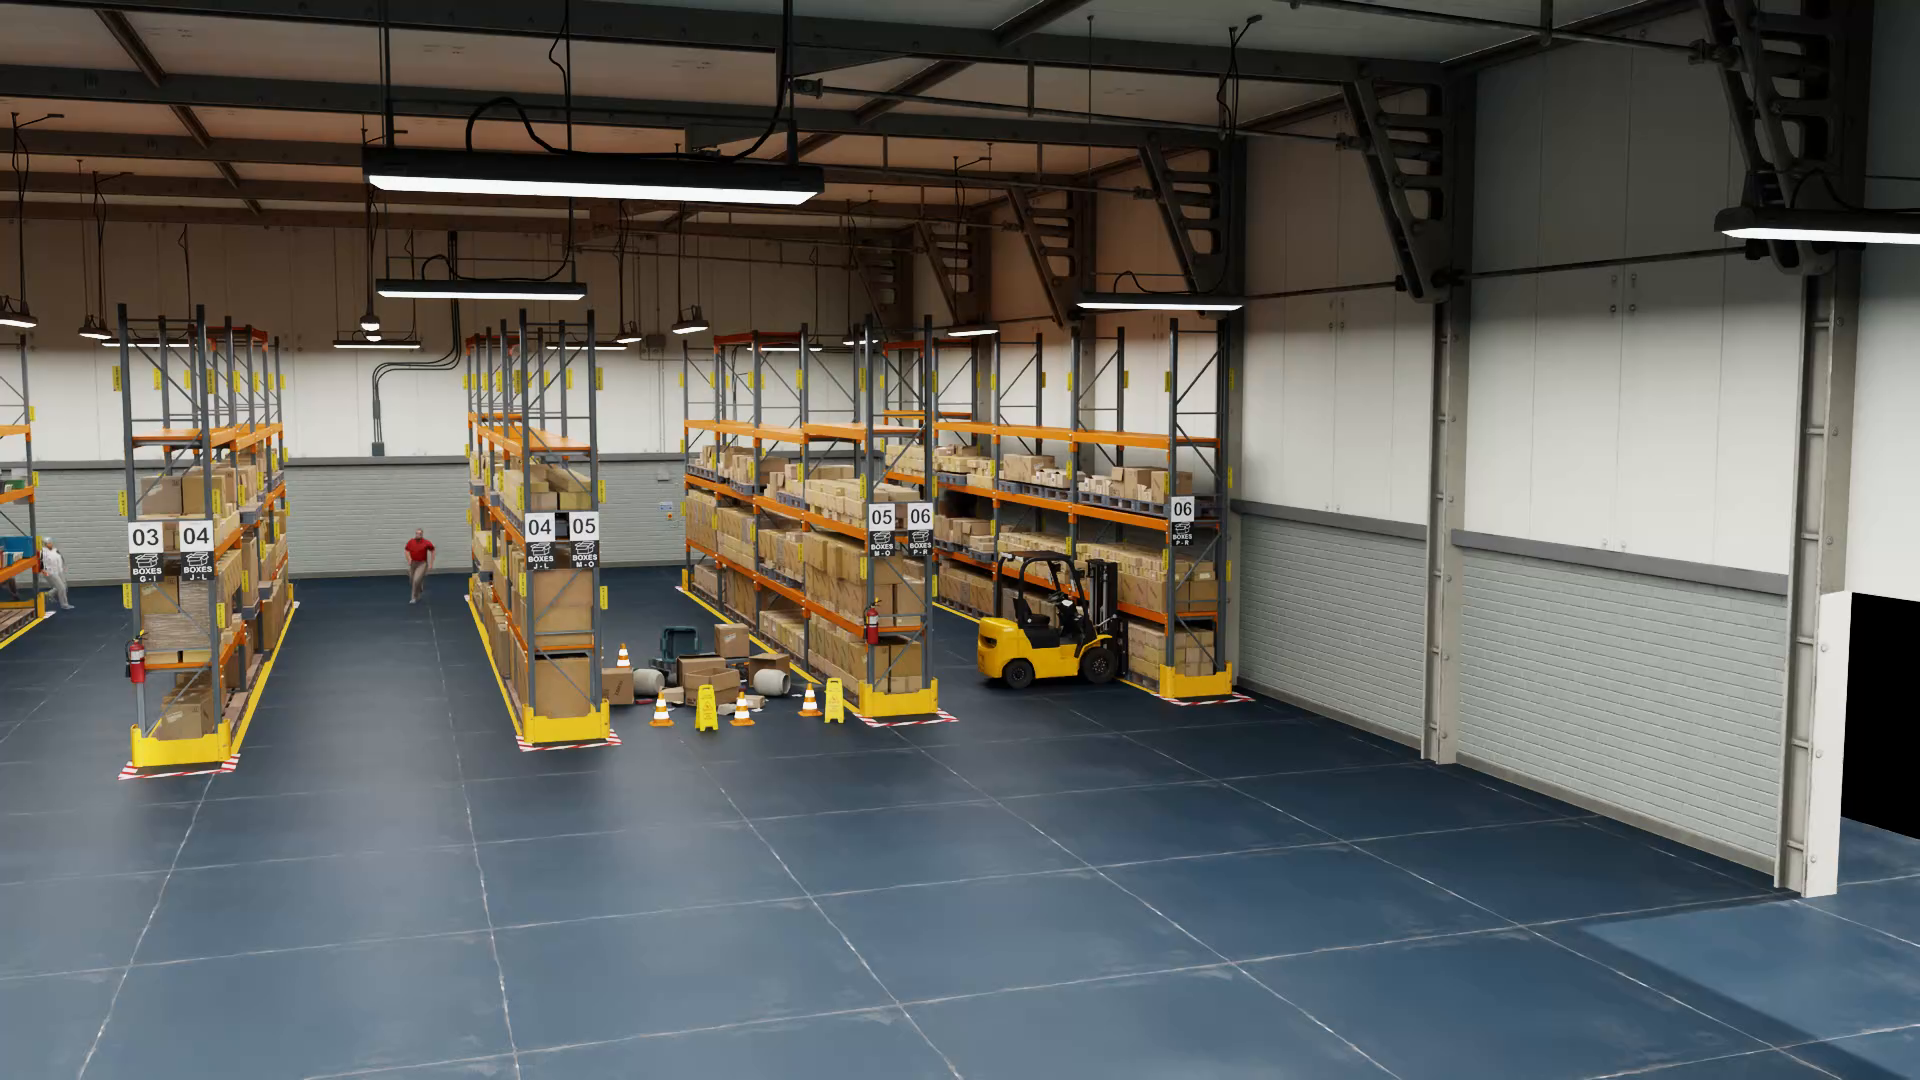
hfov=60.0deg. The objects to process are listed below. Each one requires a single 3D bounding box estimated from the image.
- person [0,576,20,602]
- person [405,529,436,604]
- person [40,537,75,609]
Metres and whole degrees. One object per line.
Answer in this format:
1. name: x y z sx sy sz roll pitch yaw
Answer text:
1. person: -21.863 0.651 38.181 1.135 1.486 0.652 2 6 22
2. person: -12.291 0.578 37.918 0.671 1.694 0.747 1 5 6
3. person: -19.993 0.735 36.602 0.731 1.609 0.661 1 6 12
